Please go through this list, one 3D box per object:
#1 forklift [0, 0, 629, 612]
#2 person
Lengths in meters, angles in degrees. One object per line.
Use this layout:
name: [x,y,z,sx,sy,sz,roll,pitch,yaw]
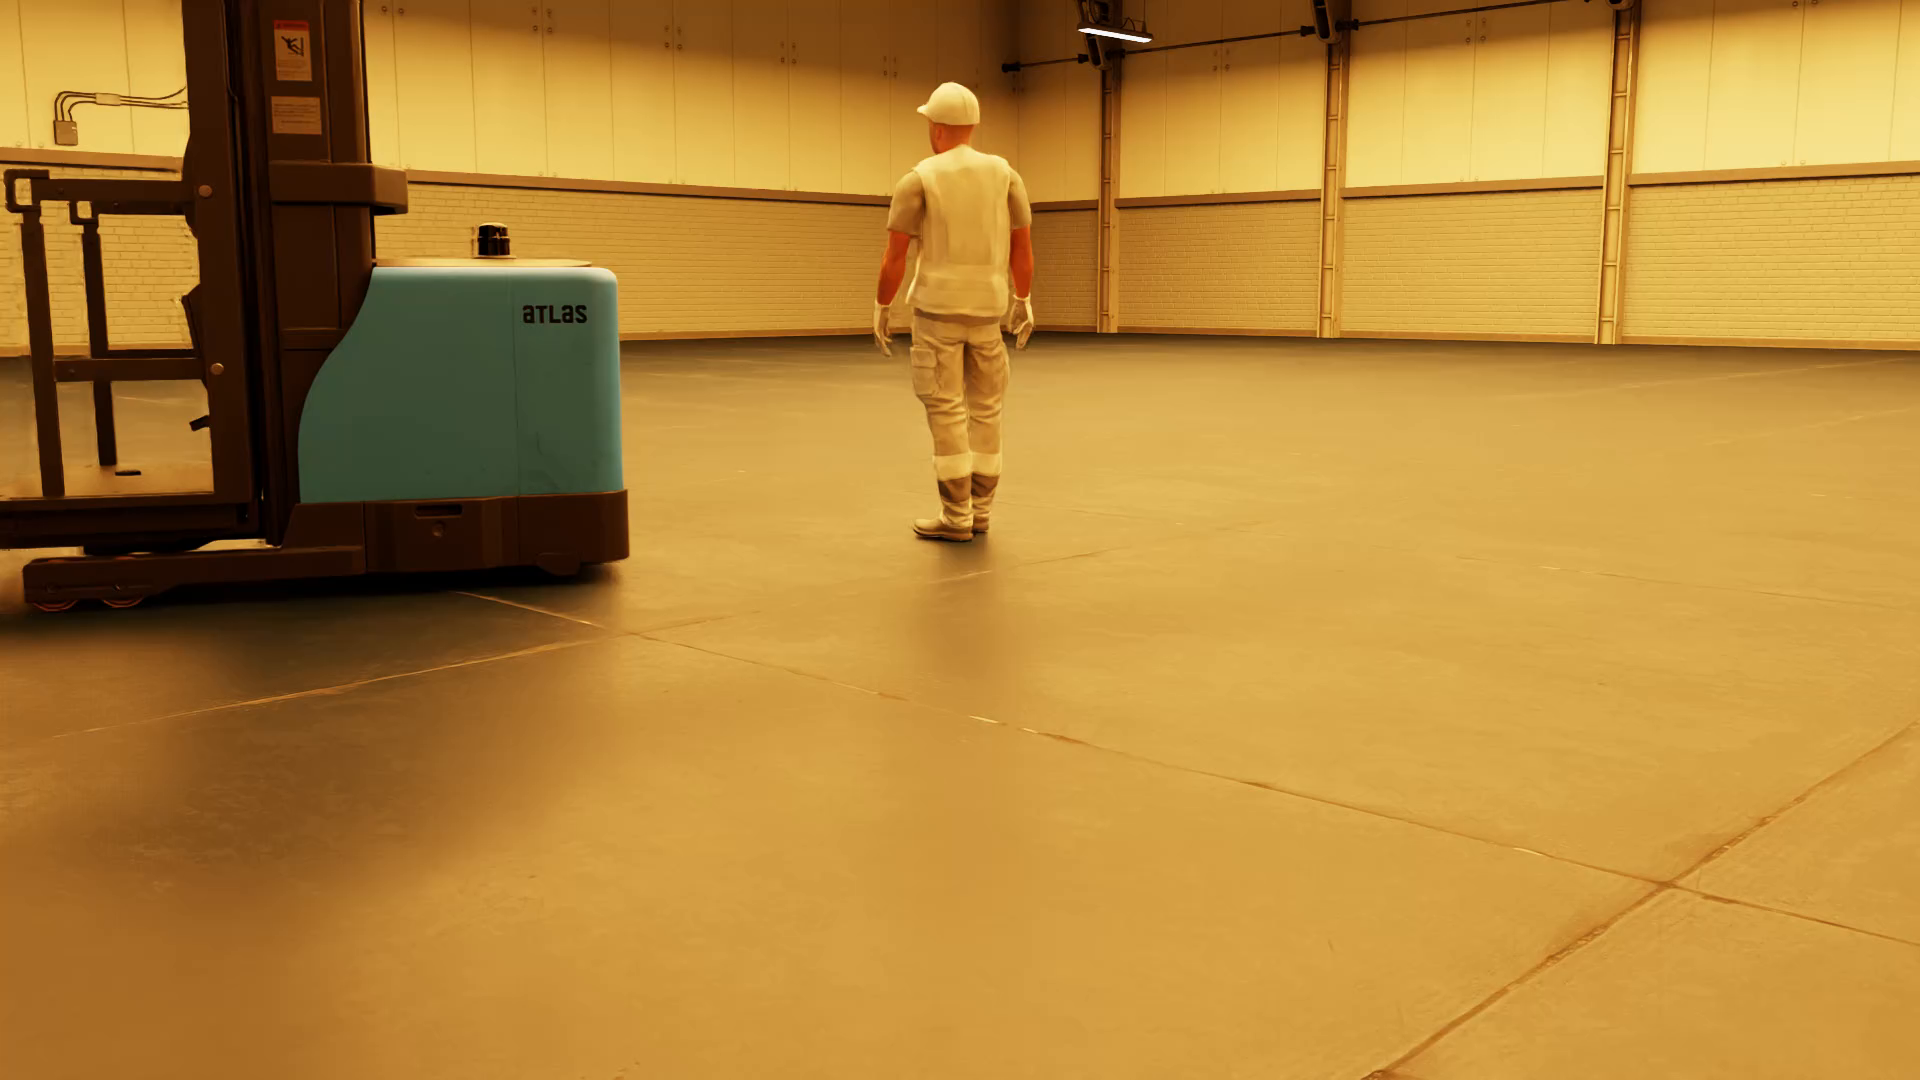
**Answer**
forklift: [-2.736,-1.312,5.586,3.031,2.935,1.130,-3,9,-18]
person: [-0.051,-0.906,6.713,0.662,1.792,0.610,-3,9,-19]
